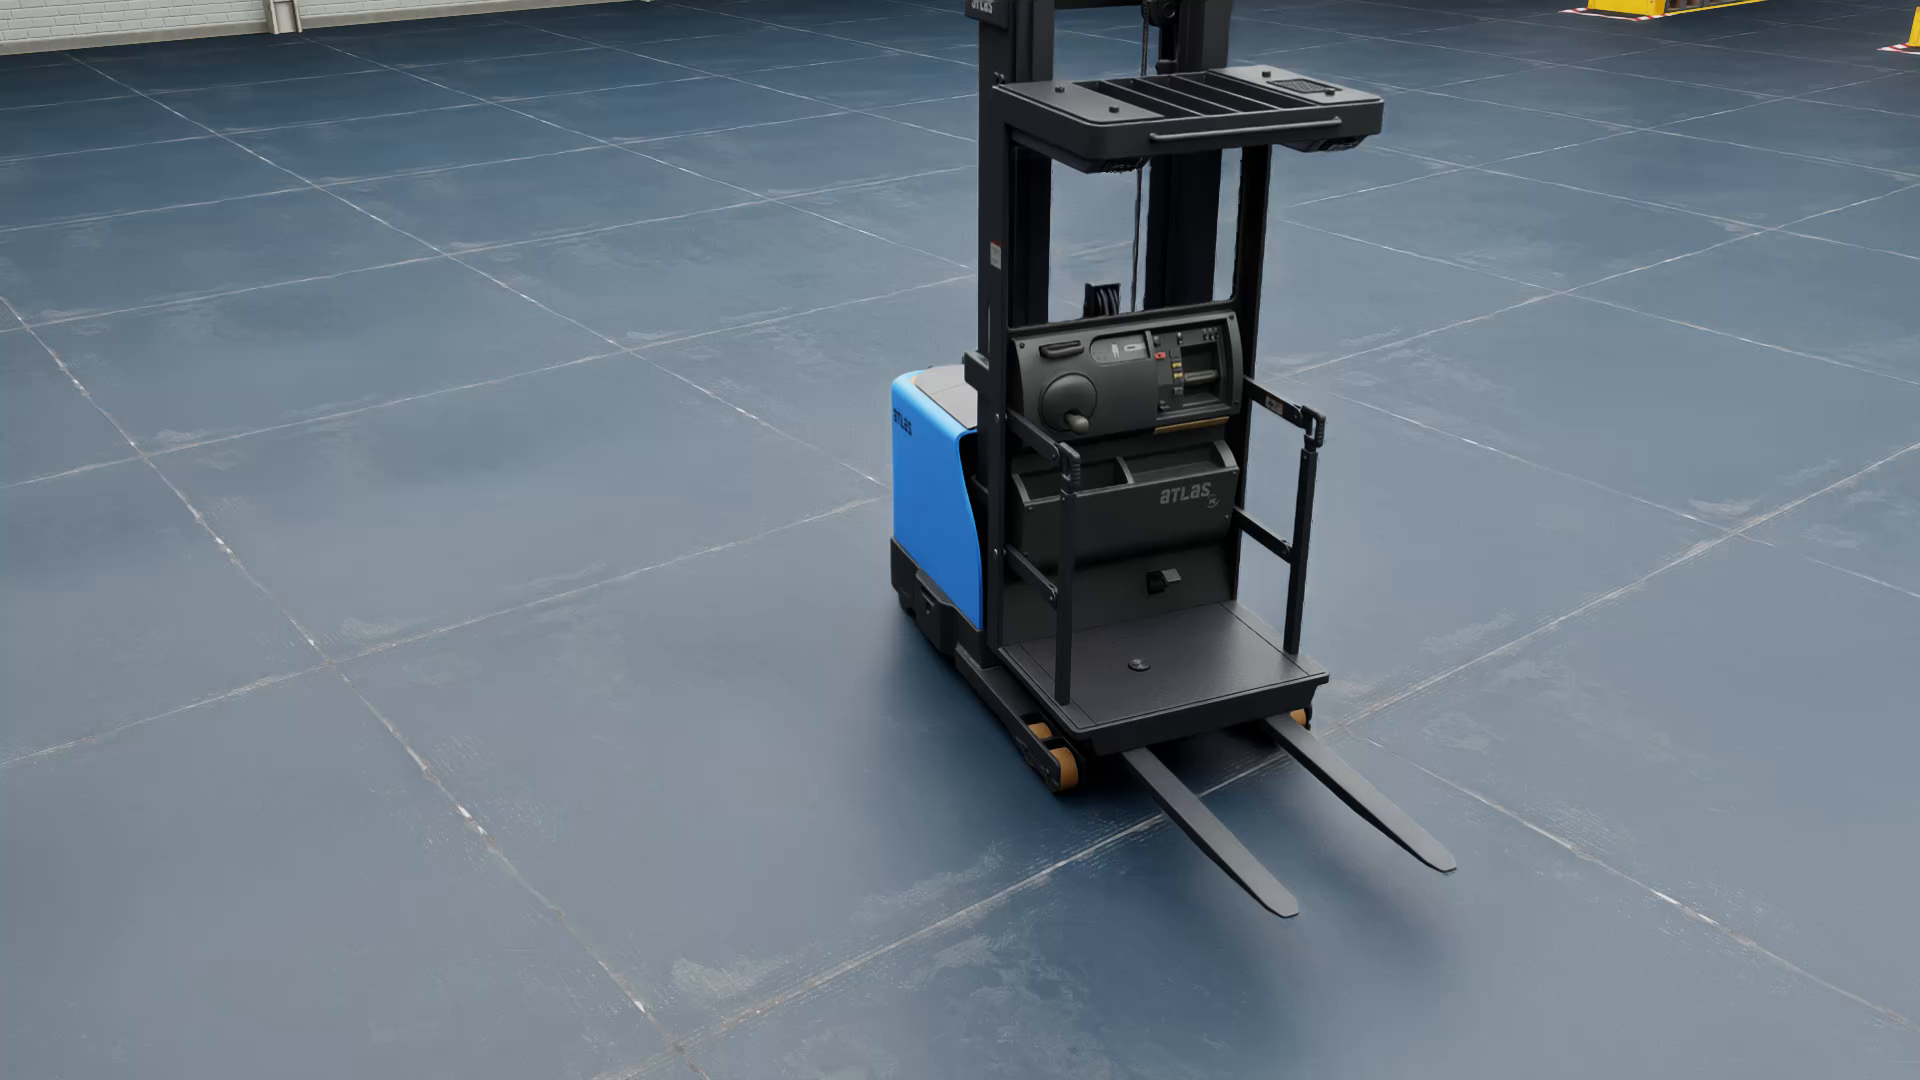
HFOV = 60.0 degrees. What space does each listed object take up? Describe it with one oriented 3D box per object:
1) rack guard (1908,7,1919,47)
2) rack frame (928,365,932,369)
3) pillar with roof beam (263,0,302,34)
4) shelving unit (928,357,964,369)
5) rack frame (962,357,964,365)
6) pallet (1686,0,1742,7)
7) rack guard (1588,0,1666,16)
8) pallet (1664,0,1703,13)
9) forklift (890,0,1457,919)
[{"bbox_3d":[13.573,-6.915,22.556,0.348,0.500,1.175,-18,31,-34],"label":"rack guard"},{"bbox_3d":[-0.074,-0.384,8.008,0.006,0.900,0.240,-18,31,-34],"label":"rack frame"},{"bbox_3d":[-7.147,-10.039,19.192,0.400,9.000,9.100,-18,31,-34],"label":"pillar with roof beam"},{"bbox_3d":[0.006,-0.410,8.065,0.210,0.900,0.258,-18,31,-34],"label":"shelving unit"},{"bbox_3d":[0.086,-0.437,8.122,0.006,0.900,0.240,-18,31,-34],"label":"rack frame"},{"bbox_3d":[12.090,-8.965,27.315,1.213,0.211,1.003,-18,31,-34],"label":"pallet"},{"bbox_3d":[10.488,-8.571,26.125,0.348,0.500,1.175,-18,31,-34],"label":"rack guard"},{"bbox_3d":[11.131,-8.650,26.636,1.213,0.211,1.003,-18,31,-34],"label":"pallet"},{"bbox_3d":[0.725,-0.591,6.043,1.130,2.935,3.031,-10,27,-21],"label":"forklift"}]
